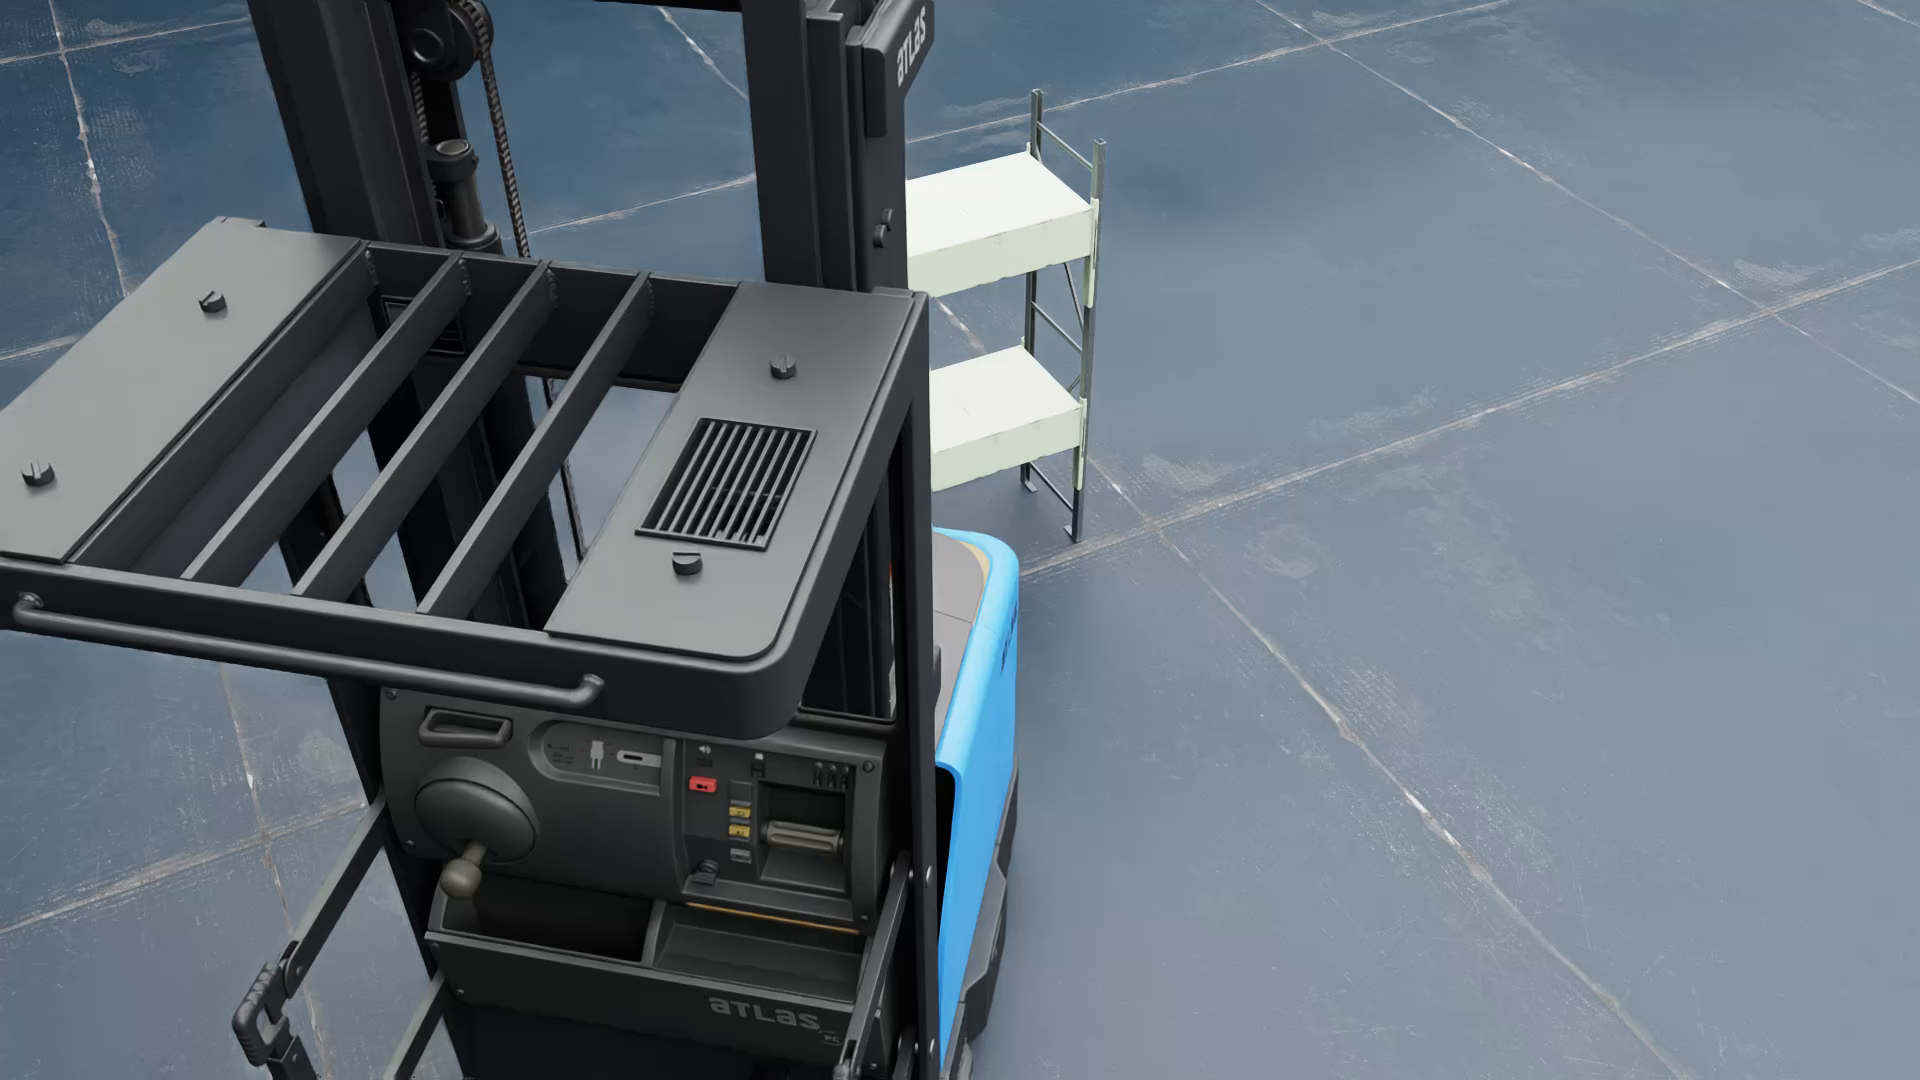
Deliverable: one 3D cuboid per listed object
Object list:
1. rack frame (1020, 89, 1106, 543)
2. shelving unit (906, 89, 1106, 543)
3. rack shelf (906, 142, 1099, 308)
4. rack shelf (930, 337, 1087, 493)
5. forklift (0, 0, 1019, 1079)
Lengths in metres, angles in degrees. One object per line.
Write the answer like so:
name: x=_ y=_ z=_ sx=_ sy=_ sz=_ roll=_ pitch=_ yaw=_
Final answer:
rack frame: x=0.319 y=-0.680 z=5.392 sx=0.023 sy=1.500 sz=0.400 roll=-19 pitch=44 yaw=-21
shelving unit: x=-0.006 y=-0.570 z=5.263 sx=0.755 sy=1.500 sz=0.431 roll=-19 pitch=44 yaw=-21
rack shelf: x=-0.006 y=-0.868 z=5.011 sx=0.720 sy=0.370 sz=0.431 roll=-19 pitch=44 yaw=-21
rack shelf: x=-0.006 y=-0.322 z=5.474 sx=0.720 sy=0.370 sz=0.431 roll=-19 pitch=44 yaw=-21
forklift: x=-0.634 y=0.564 z=2.815 sx=1.130 sy=2.935 sz=3.031 roll=7 pitch=41 yaw=9
